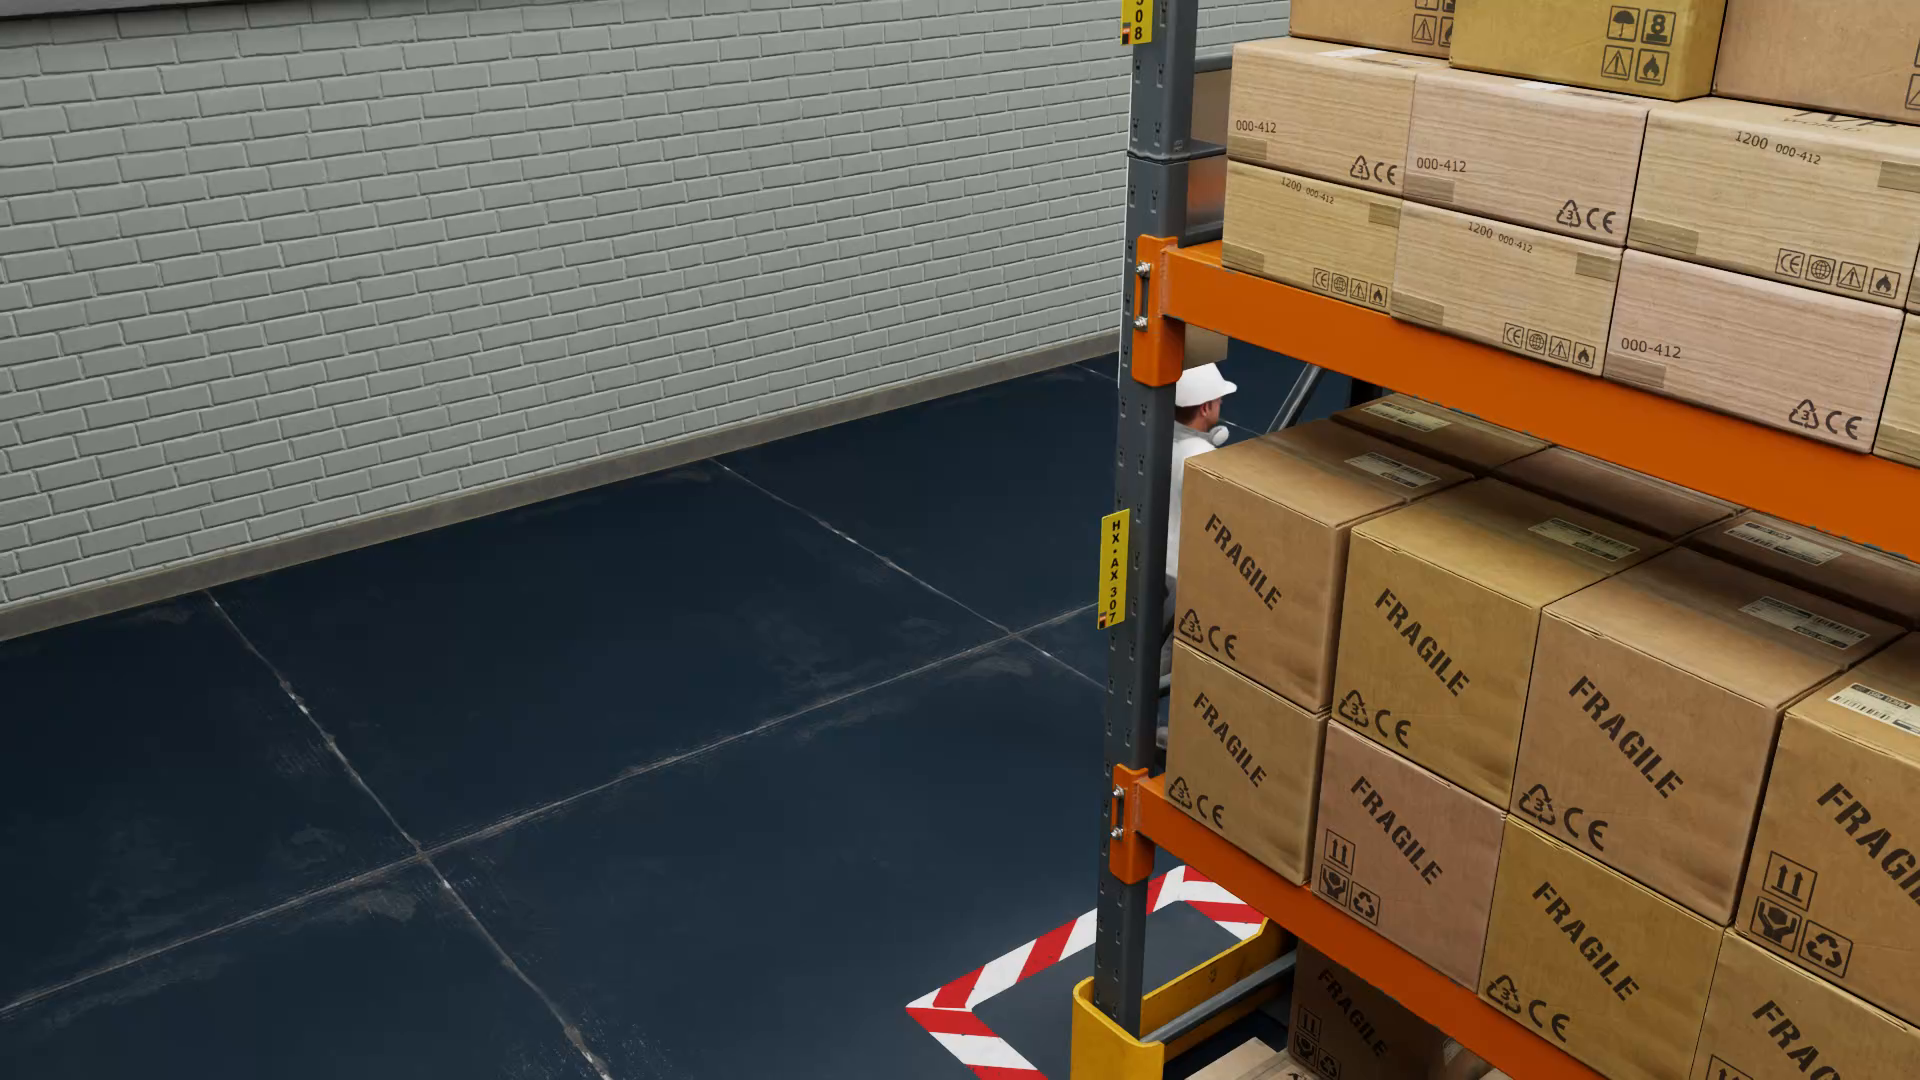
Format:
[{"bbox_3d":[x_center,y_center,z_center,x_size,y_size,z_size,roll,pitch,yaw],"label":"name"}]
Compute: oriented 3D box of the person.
[{"bbox_3d":[0.962,0.102,6.831,0.533,1.778,0.539,-13,27,-25],"label":"person"}]
